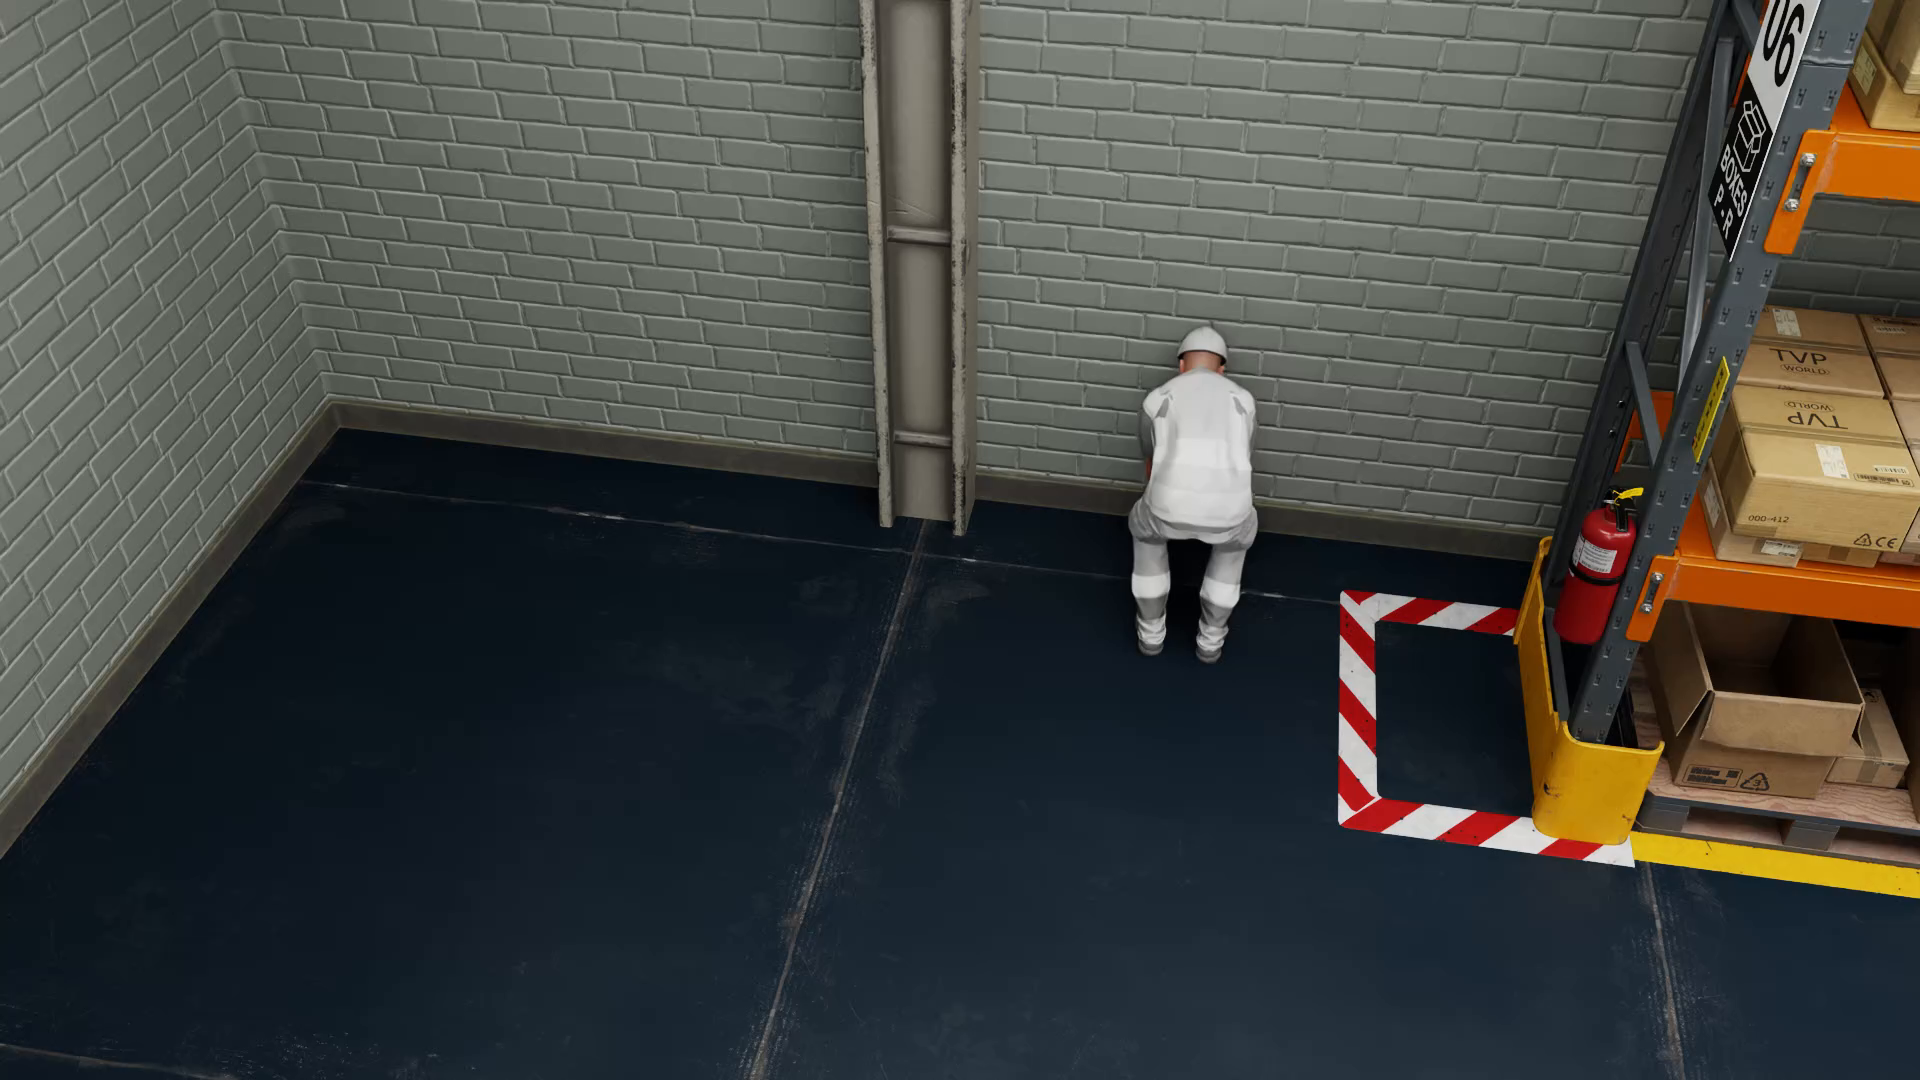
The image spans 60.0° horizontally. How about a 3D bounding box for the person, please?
[{"bbox_3d":[0.951,-0.135,6.793,0.517,1.147,0.903,5,40,6],"label":"person"}]
